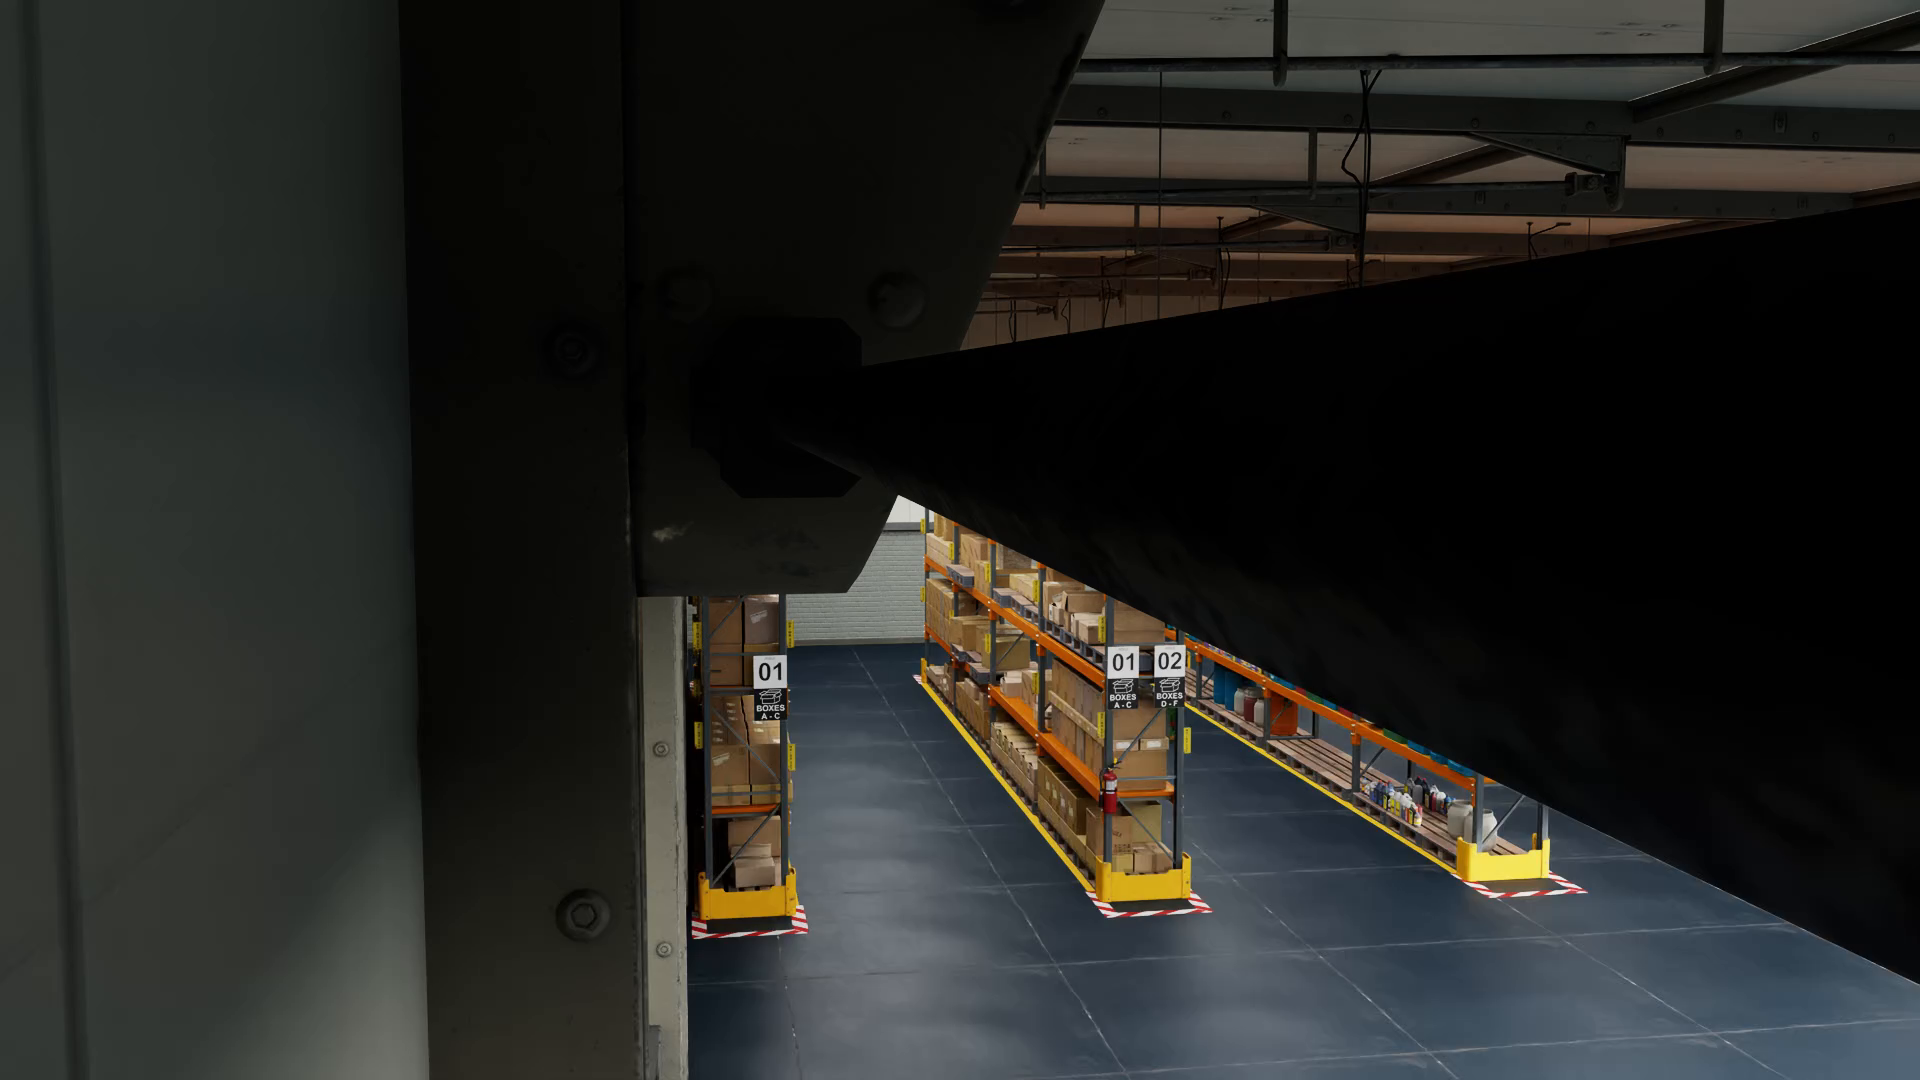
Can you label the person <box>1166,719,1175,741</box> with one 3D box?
[{"bbox_3d":[3.749,2.765,30.351,0.512,1.803,0.572,-1,5,-15],"label":"person"}]
